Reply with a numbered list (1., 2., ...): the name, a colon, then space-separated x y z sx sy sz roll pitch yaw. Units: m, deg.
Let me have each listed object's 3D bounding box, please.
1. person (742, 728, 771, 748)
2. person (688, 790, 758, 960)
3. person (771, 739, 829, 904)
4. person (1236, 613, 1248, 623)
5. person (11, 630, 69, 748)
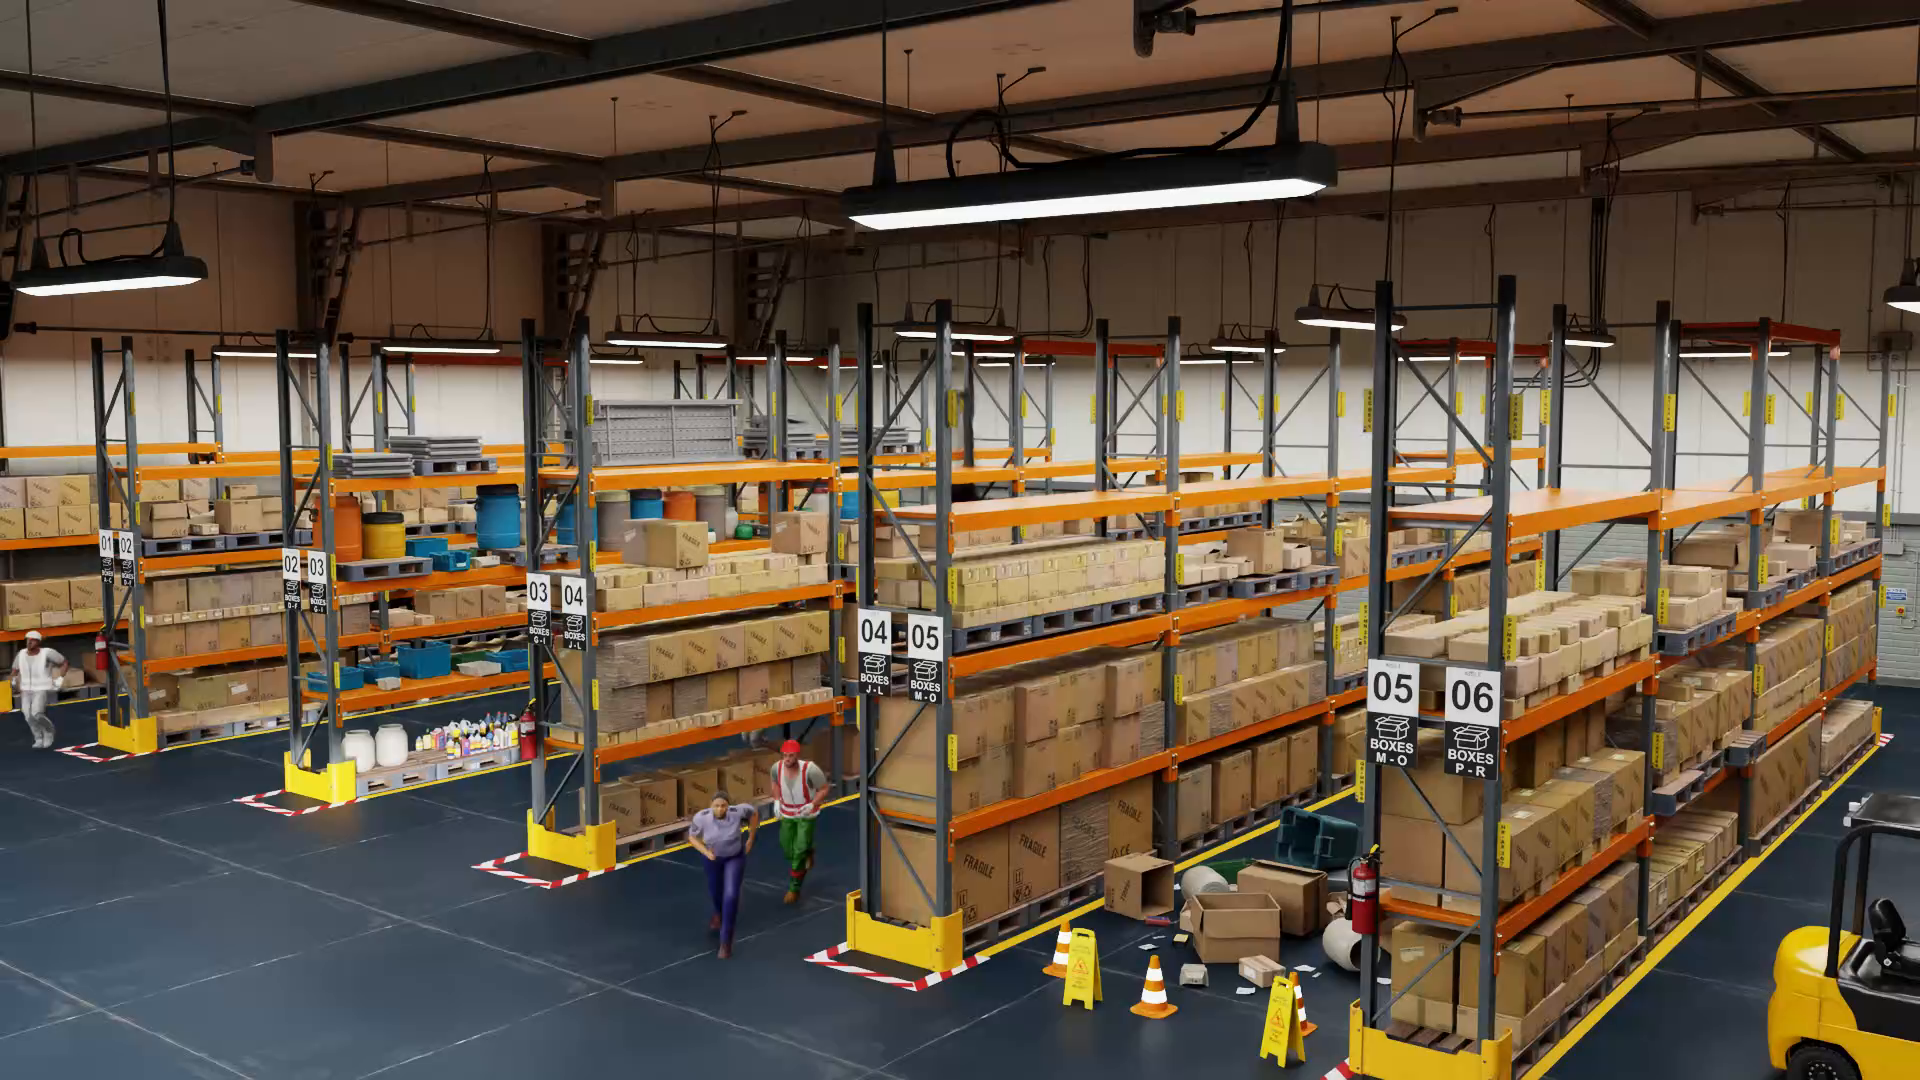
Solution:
1. person: -2.750 2.315 22.853 0.699 1.728 0.687 2 6 27
2. person: -2.221 3.058 15.639 0.649 1.612 0.959 -1 5 -8
3. person: -1.639 2.847 17.091 0.655 1.714 0.835 1 5 12
4. person: 4.452 2.014 26.180 0.642 1.768 0.915 3 6 27
5. person: -13.428 2.187 24.155 0.720 1.750 0.620 0 5 0
